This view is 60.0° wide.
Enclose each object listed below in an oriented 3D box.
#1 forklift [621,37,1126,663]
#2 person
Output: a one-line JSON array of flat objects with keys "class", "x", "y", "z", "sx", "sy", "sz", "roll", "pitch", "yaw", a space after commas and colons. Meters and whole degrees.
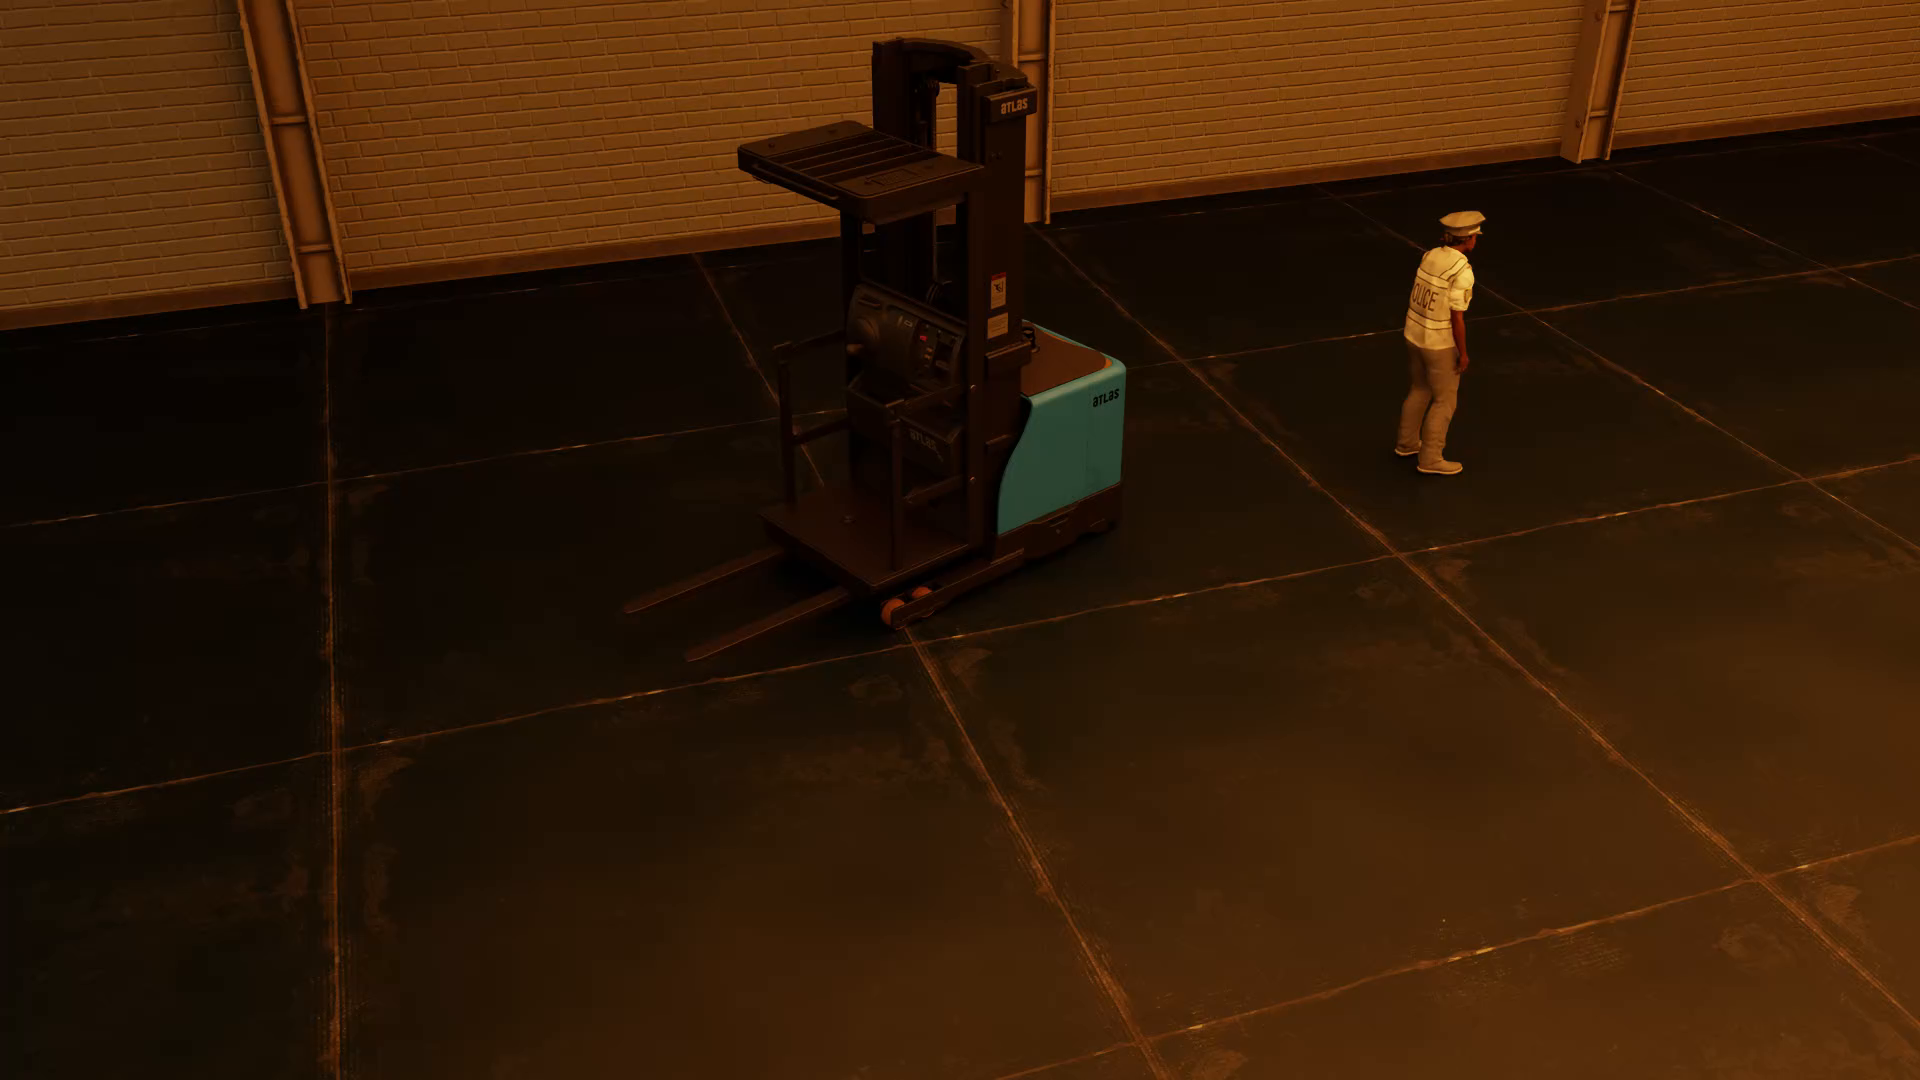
[{"class": "forklift", "x": -0.461, "y": -1.072, "z": 8.951, "sx": 3.031, "sy": 2.935, "sz": 1.130, "roll": -23, "pitch": 37, "yaw": -34}, {"class": "person", "x": 3.036, "y": -1.245, "z": 10.529, "sx": 0.399, "sy": 1.659, "sz": 0.521, "roll": -10, "pitch": 31, "yaw": -16}]
